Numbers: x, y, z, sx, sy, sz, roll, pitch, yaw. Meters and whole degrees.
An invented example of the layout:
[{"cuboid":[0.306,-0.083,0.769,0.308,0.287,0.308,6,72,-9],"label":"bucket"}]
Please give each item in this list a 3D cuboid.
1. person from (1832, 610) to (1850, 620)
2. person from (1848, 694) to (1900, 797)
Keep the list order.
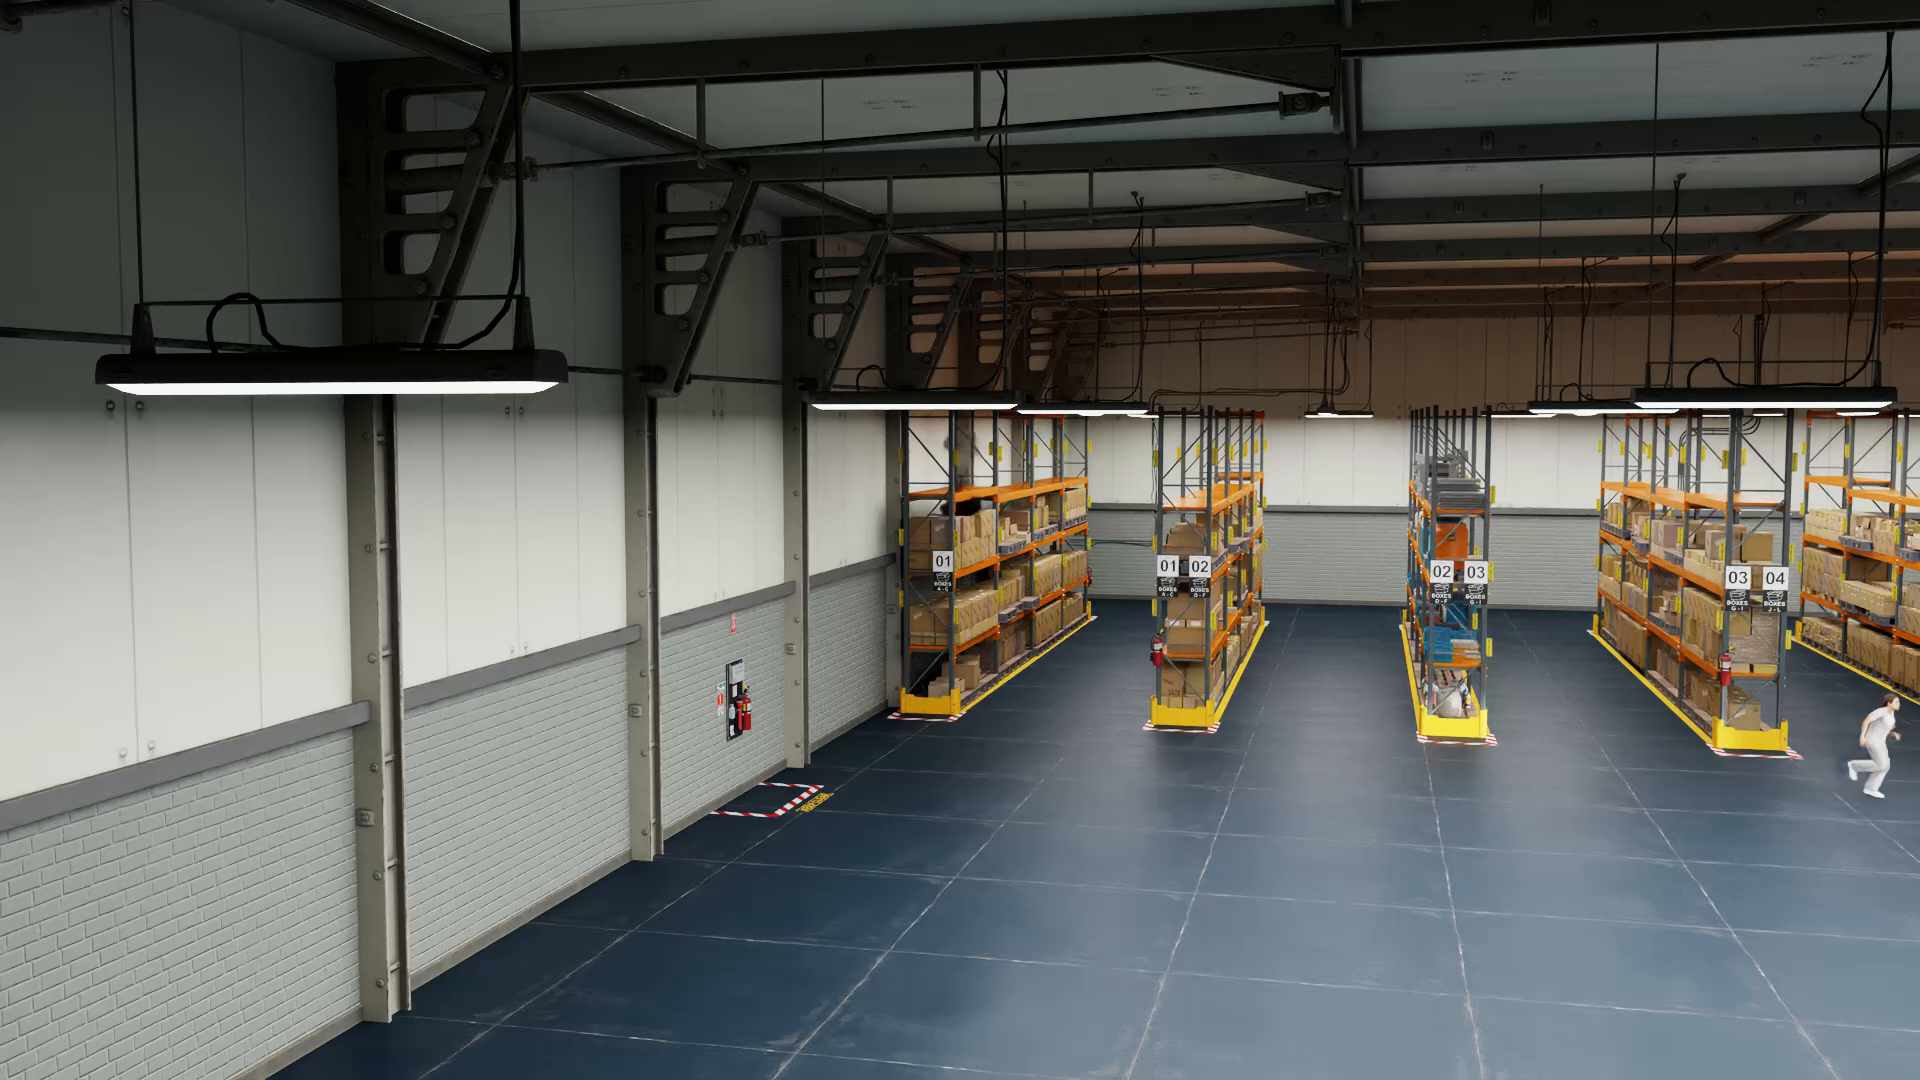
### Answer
[{"cuboid":[23.468,1.715,44.192,0.768,1.698,0.705,-2,5,-29],"label":"person"},{"cuboid":[13.994,3.119,25.452,0.555,1.601,0.709,-4,5,-42],"label":"person"}]
